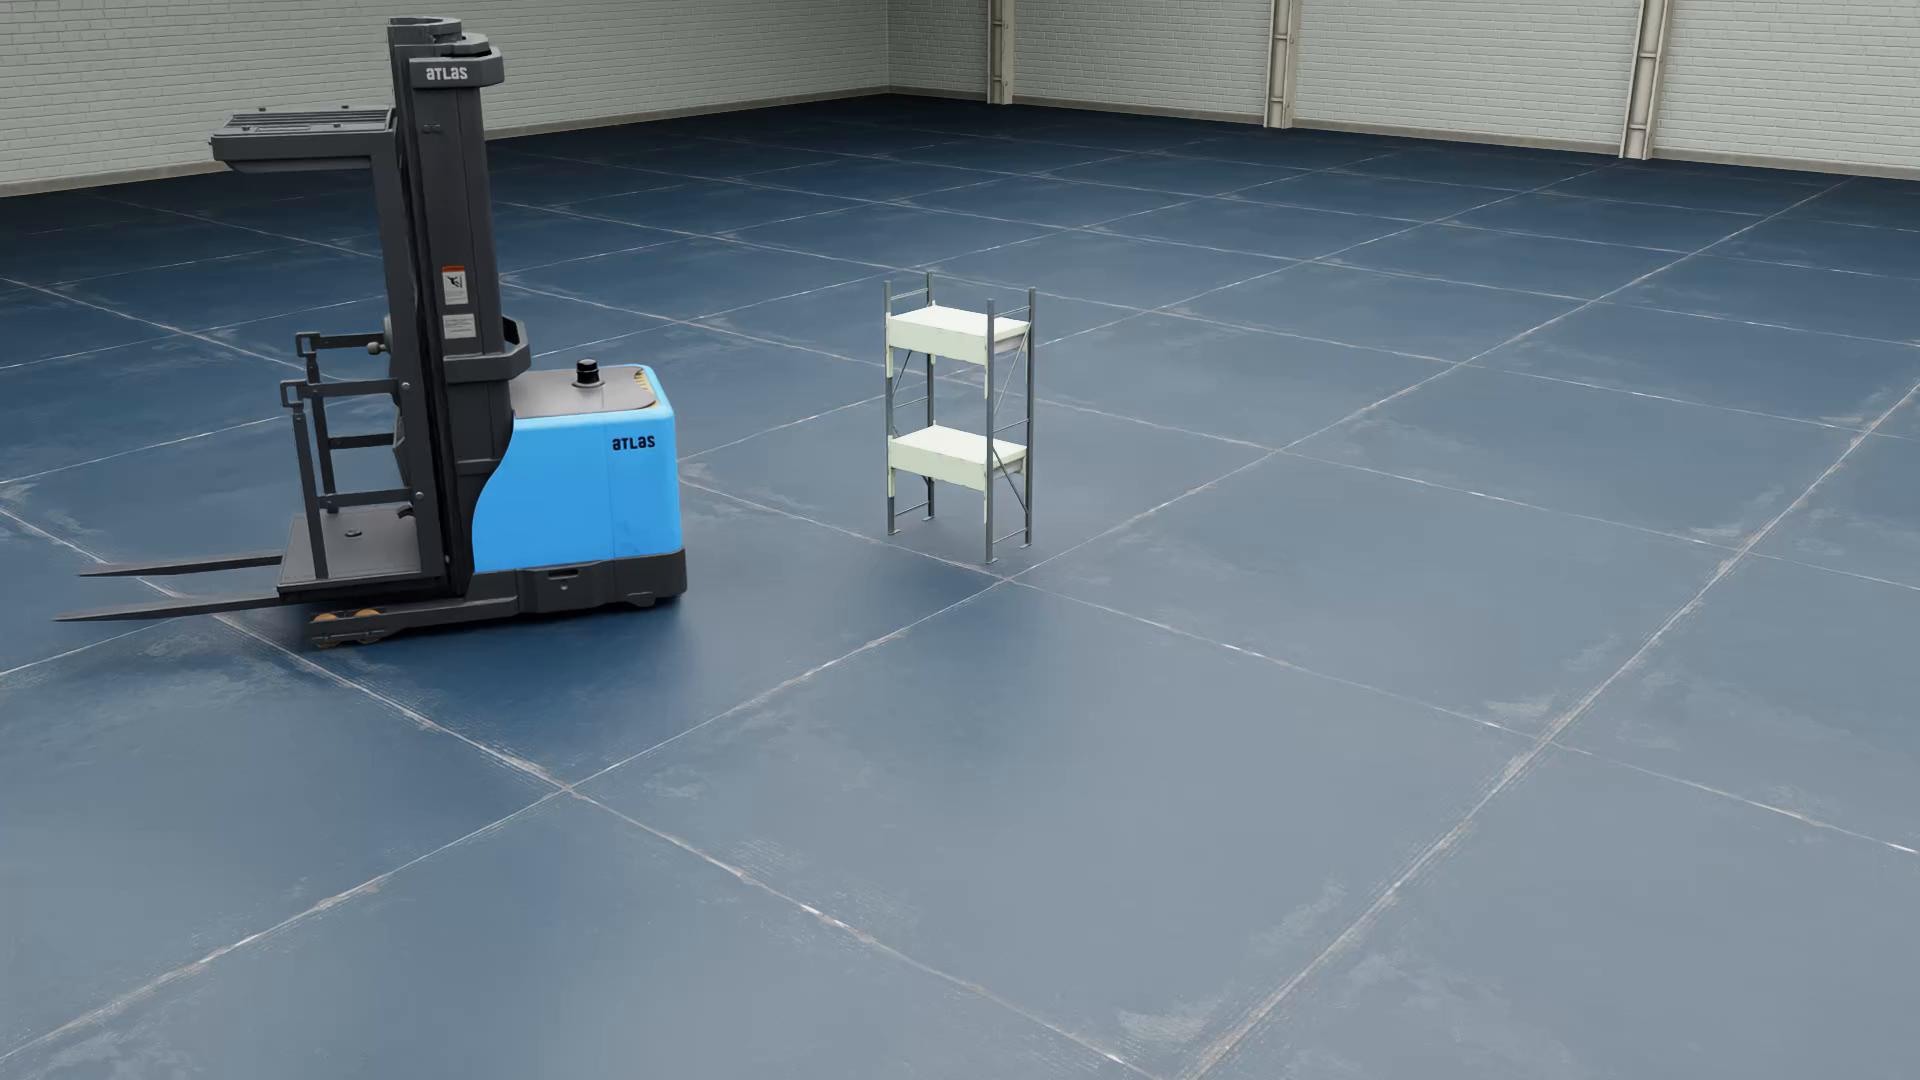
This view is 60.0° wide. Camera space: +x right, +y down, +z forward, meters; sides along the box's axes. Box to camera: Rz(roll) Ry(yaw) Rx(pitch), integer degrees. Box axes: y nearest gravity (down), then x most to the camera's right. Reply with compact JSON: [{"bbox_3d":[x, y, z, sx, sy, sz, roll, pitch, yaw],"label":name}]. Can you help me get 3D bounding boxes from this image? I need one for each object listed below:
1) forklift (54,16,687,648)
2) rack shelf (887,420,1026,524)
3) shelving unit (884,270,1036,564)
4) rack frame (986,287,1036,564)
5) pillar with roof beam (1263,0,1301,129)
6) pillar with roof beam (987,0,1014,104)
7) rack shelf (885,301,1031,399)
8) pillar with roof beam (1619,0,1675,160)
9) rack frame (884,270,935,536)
[{"bbox_3d":[-3.015,-1.043,8.281,3.031,2.935,1.130,-6,21,-16],"label":"forklift"},{"bbox_3d":[-0.005,-0.398,9.523,0.720,0.370,0.431,16,26,36],"label":"rack shelf"},{"bbox_3d":[-0.005,-0.703,9.407,0.755,1.500,0.431,16,26,36],"label":"shelving unit"},{"bbox_3d":[0.278,-0.622,9.191,0.023,1.500,0.400,16,26,36],"label":"rack frame"},{"bbox_3d":[2.695,-10.070,23.618,0.400,9.000,9.100,16,26,36],"label":"pillar with roof beam"},{"bbox_3d":[-1.953,-11.408,27.168,0.400,9.000,9.100,16,26,36],"label":"pillar with roof beam"},{"bbox_3d":[-0.005,-1.068,9.270,0.720,0.370,0.431,16,26,36],"label":"rack shelf"},{"bbox_3d":[7.344,-8.731,20.068,0.400,9.000,9.100,16,26,36],"label":"pillar with roof beam"},{"bbox_3d":[-0.289,-0.785,9.624,0.023,1.500,0.400,16,26,36],"label":"rack frame"}]
